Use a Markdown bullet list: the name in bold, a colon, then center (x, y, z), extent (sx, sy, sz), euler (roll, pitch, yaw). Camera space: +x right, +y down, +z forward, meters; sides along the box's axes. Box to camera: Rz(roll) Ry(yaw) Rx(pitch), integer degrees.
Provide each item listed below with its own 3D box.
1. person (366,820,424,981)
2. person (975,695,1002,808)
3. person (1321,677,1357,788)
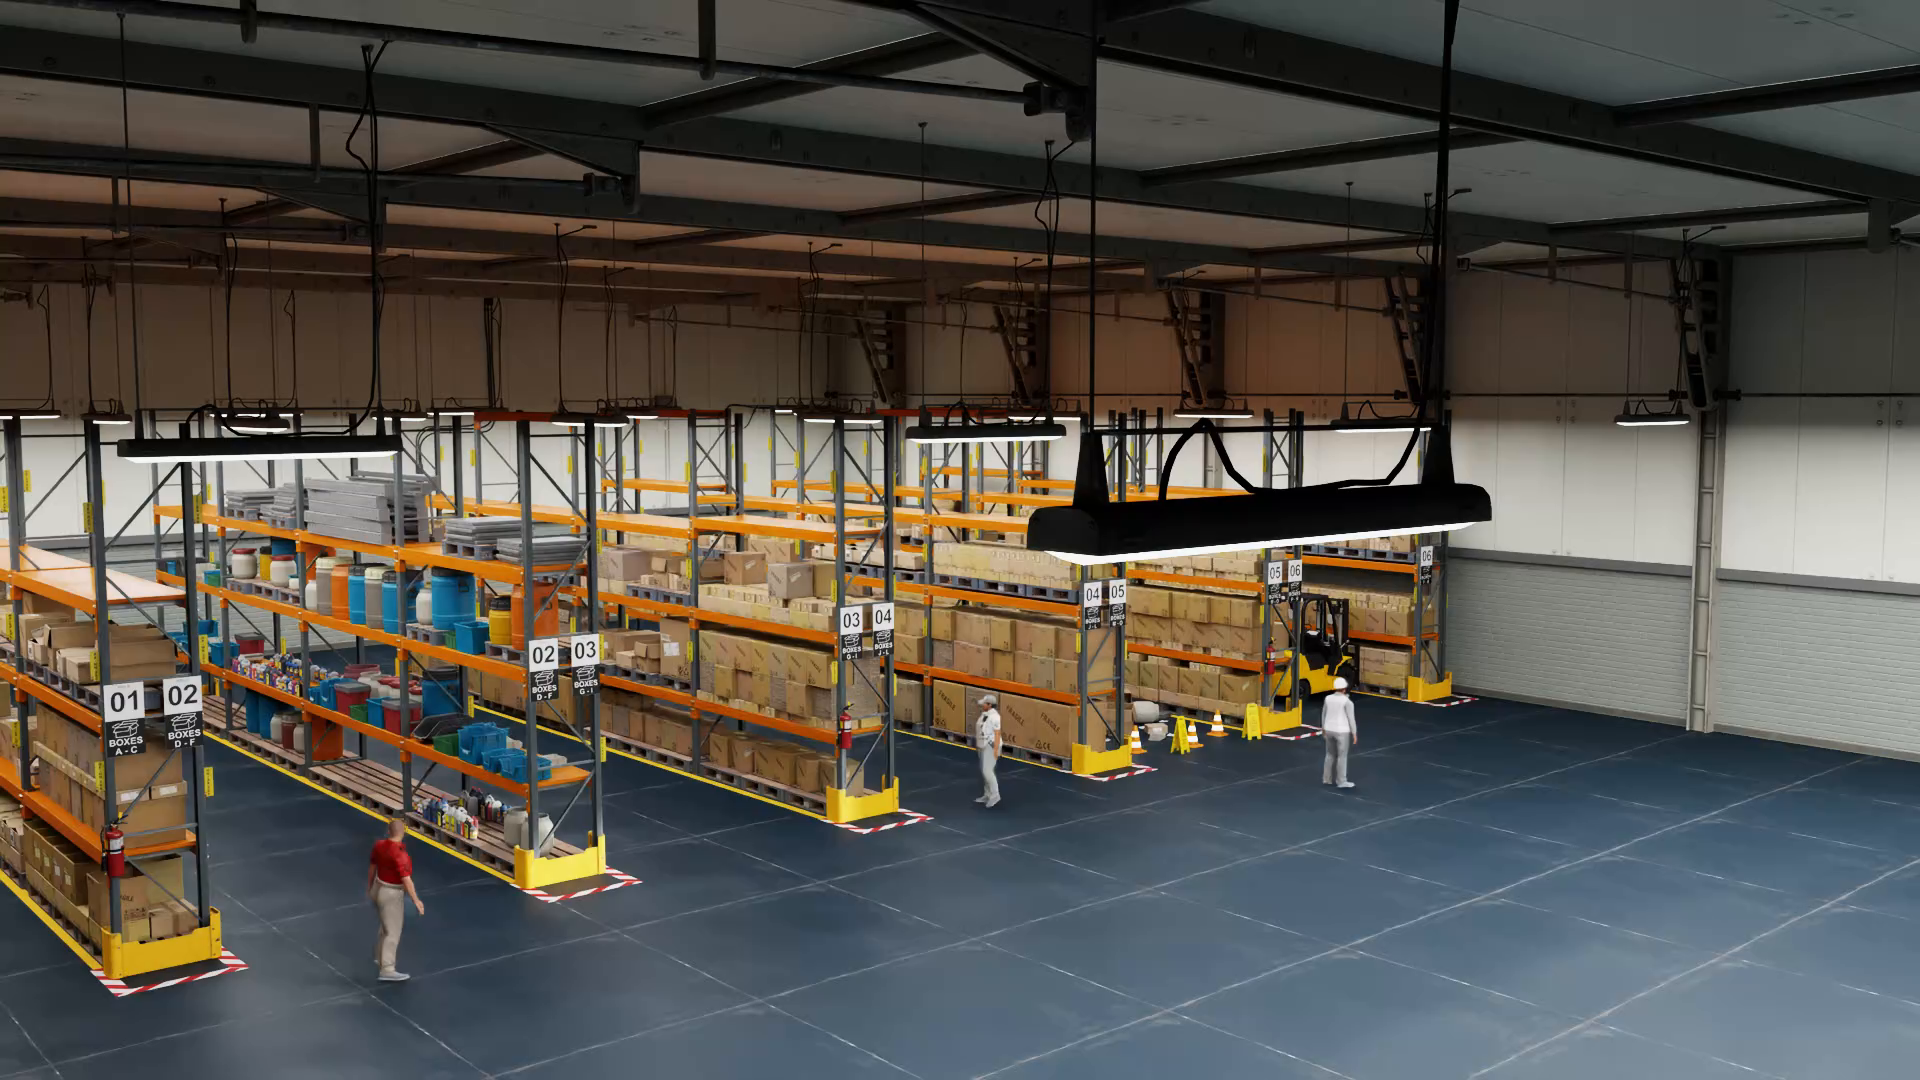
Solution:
- **person**: center (-6.192, 3.907, 18.132), extent (0.487, 1.755, 0.686), euler (-5, 7, -42)
- **person**: center (0.447, 3.254, 25.742), extent (0.390, 1.707, 0.582), euler (-2, 5, -21)
- **person**: center (6.112, 3.134, 26.822), extent (0.376, 1.854, 0.622), euler (-5, 7, -45)
